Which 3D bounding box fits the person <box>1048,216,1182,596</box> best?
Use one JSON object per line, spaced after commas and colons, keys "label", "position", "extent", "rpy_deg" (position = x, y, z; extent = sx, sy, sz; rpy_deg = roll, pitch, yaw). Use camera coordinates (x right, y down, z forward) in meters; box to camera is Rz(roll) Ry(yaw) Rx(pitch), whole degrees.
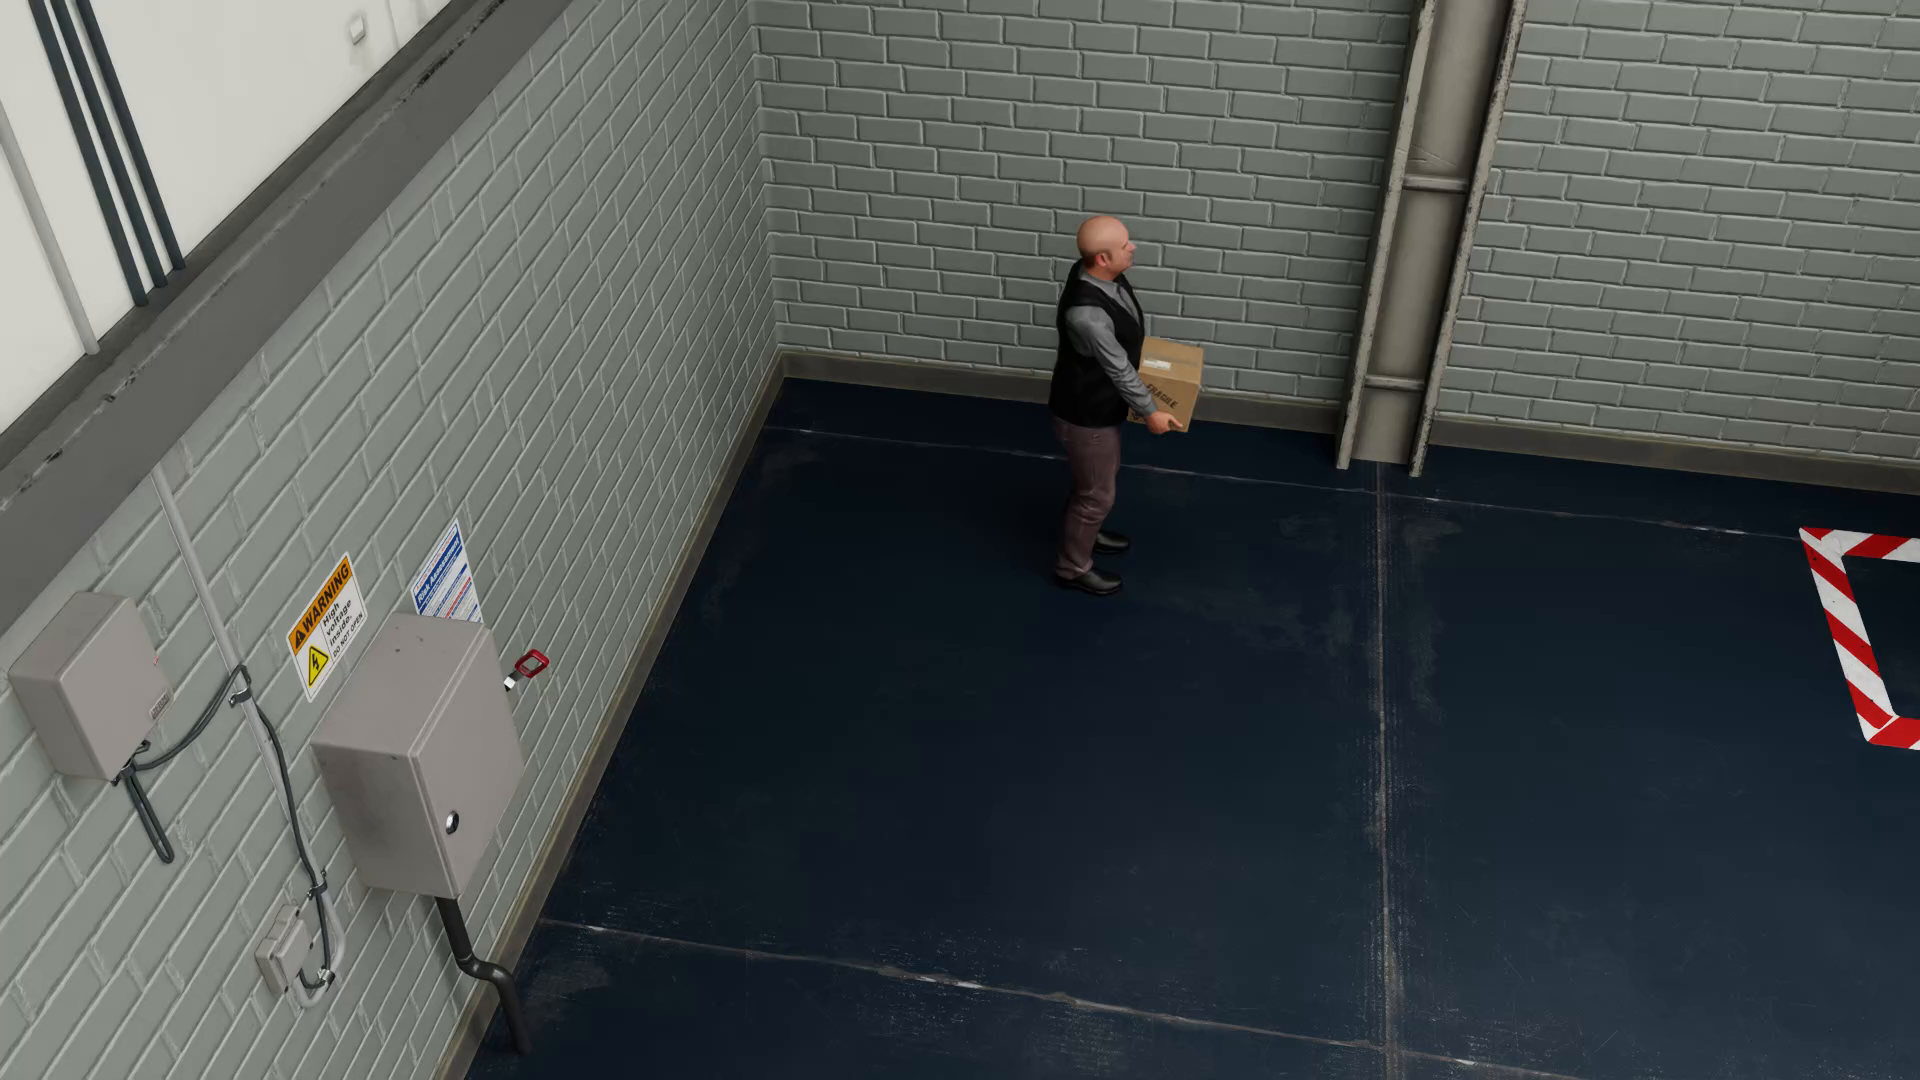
{"label": "person", "position": [0.643, -0.547, 6.825], "extent": [0.550, 1.720, 0.495], "rpy_deg": [6, 41, 7]}
